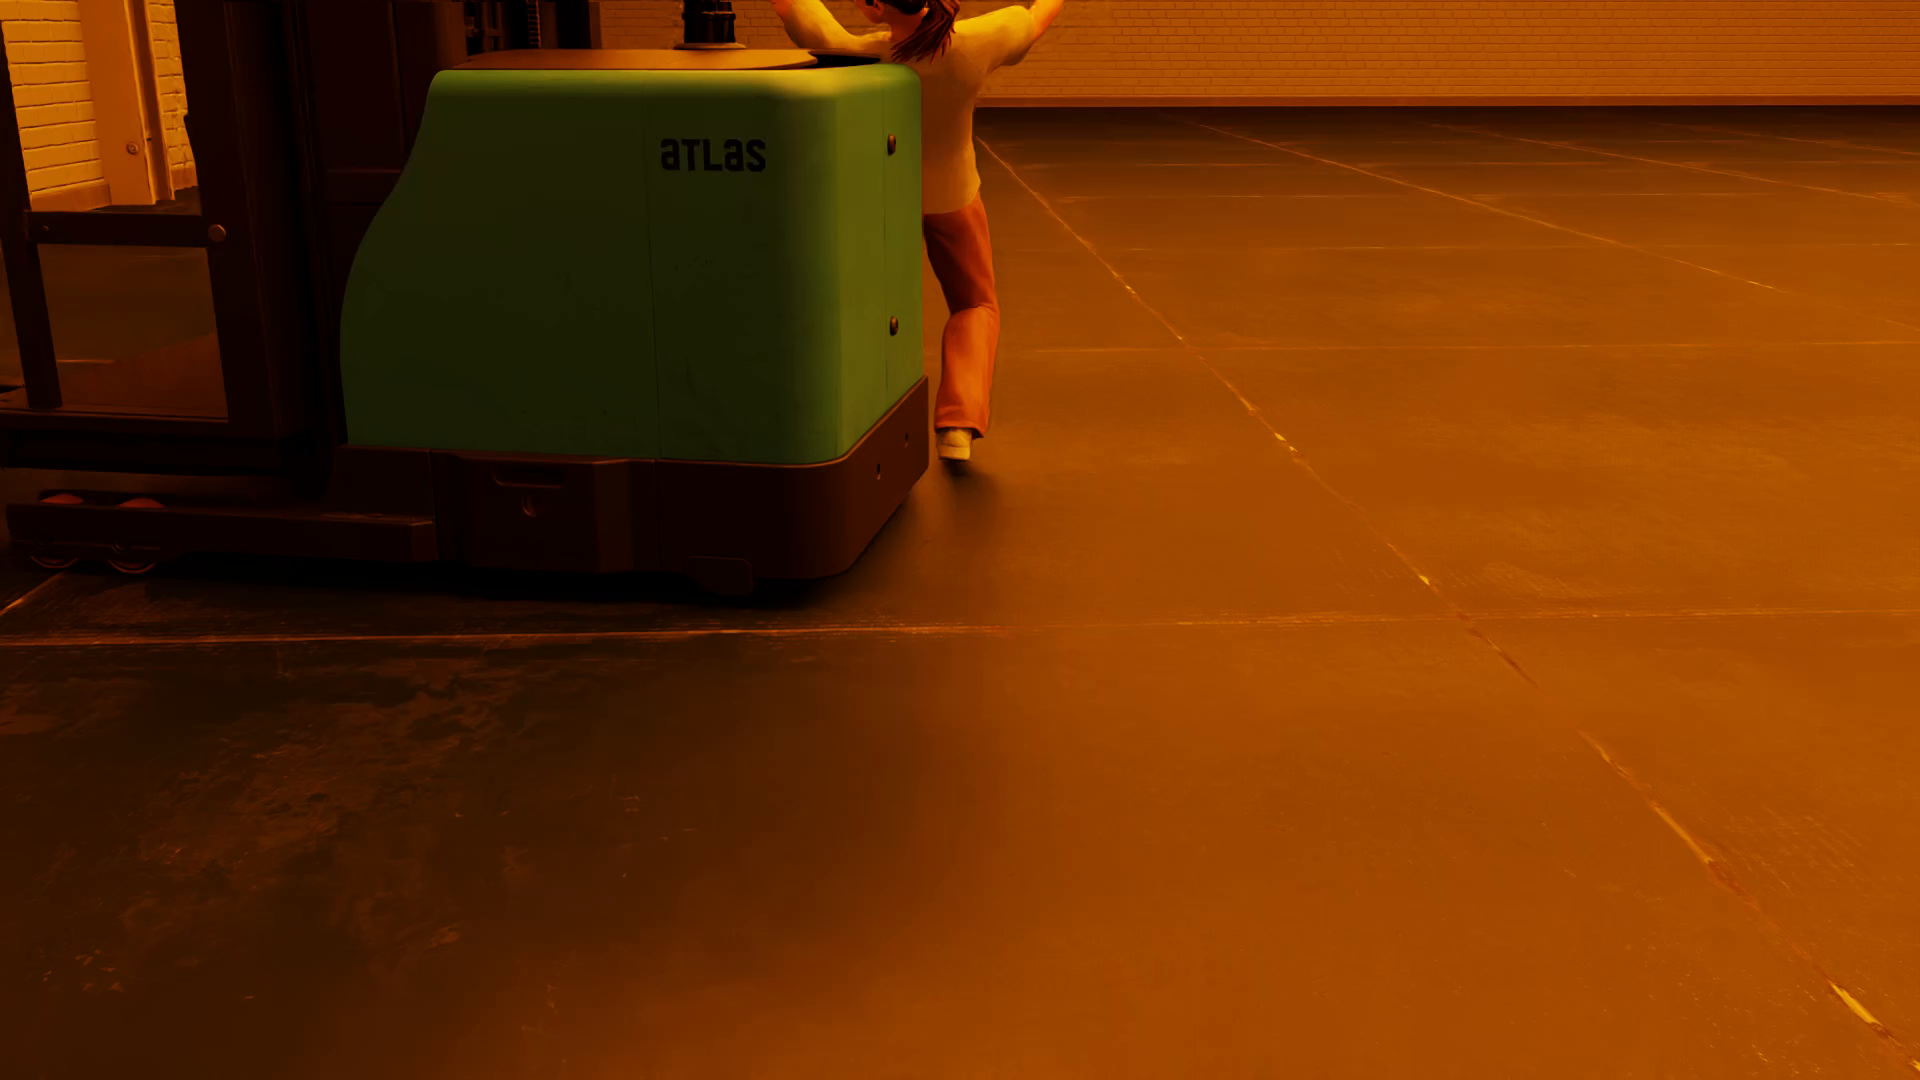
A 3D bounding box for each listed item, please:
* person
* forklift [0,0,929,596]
[{"bbox_3d":[-0.030,-0.964,4.355,0.946,1.535,0.653,-5,18,-17],"label":"person"},{"bbox_3d":[-1.647,-1.474,3.728,3.031,2.935,1.130,3,17,10],"label":"forklift"}]
